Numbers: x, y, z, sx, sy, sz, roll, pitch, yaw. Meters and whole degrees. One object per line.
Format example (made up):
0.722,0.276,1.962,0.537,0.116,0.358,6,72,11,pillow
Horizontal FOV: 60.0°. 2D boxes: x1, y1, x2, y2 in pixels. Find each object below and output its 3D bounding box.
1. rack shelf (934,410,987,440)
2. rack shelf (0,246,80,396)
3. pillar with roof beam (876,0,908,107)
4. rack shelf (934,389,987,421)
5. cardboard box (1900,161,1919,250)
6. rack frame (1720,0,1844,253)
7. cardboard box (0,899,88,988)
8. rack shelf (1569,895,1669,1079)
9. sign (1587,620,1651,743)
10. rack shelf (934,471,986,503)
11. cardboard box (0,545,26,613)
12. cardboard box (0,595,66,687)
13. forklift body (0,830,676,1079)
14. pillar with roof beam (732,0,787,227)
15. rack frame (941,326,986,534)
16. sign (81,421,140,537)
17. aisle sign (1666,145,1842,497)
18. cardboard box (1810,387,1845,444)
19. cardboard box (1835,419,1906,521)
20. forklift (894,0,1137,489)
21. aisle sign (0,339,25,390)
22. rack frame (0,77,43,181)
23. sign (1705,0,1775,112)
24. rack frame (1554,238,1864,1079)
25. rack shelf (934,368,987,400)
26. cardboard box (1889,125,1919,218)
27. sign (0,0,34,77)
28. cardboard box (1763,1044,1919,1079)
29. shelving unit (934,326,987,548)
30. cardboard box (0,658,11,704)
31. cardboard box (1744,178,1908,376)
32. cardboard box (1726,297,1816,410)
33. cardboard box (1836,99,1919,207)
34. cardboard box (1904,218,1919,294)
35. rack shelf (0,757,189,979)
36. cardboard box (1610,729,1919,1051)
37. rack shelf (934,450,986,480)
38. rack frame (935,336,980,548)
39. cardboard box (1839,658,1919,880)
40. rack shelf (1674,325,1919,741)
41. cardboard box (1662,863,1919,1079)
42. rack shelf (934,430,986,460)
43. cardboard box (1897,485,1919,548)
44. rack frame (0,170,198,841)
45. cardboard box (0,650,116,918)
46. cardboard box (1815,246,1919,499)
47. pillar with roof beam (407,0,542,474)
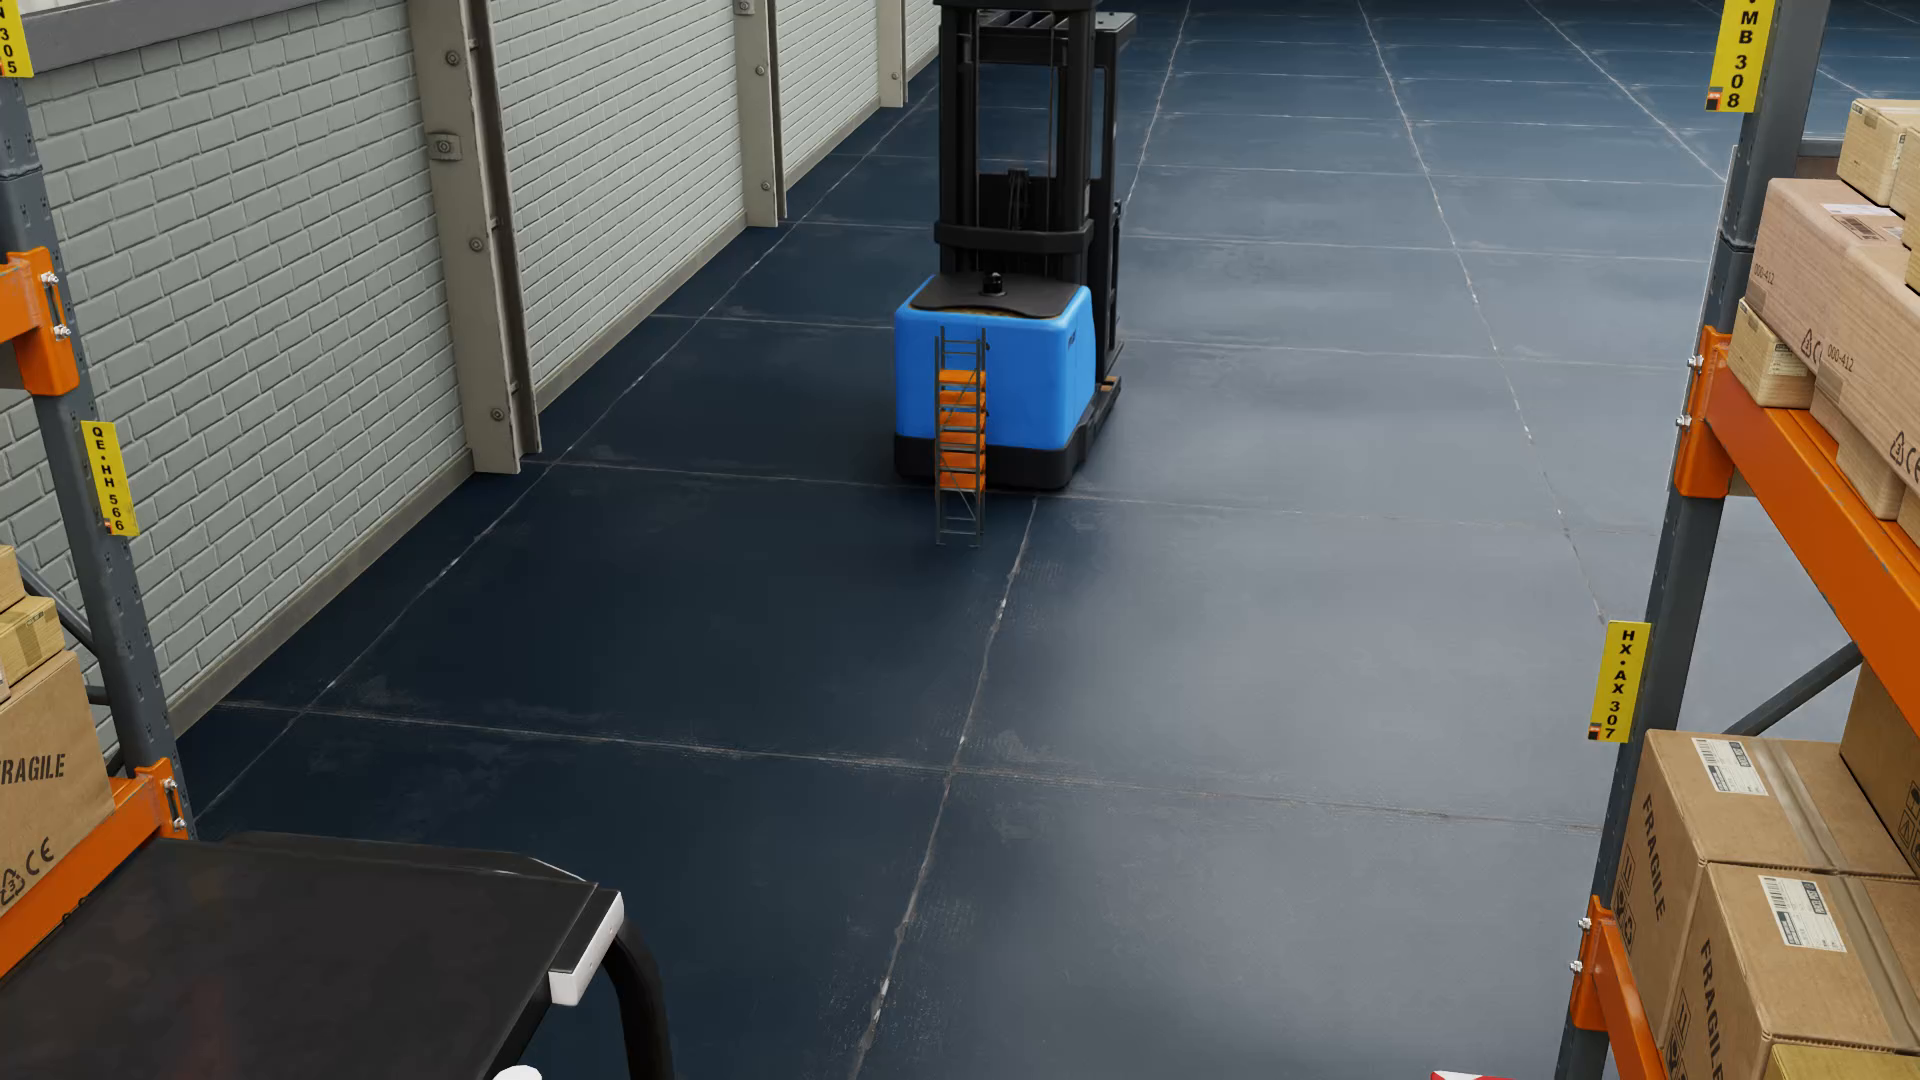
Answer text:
0.002,-0.618,8.977,0.258,0.103,0.180,4,25,9,rack shelf
-3.116,0.231,2.528,1.077,0.370,4.000,4,25,9,rack shelf
3.397,-9.291,18.484,9.100,9.000,0.400,4,25,9,pillar with roof beam
0.002,-0.727,8.926,0.258,0.103,0.180,4,25,9,rack shelf
1.722,-0.495,2.586,0.380,0.149,0.250,4,25,8,cardboard box
2.109,-1.947,2.795,1.000,3.000,0.127,4,25,9,rack frame
-2.556,1.244,4.623,0.500,0.250,0.500,5,26,10,cardboard box
1.782,1.932,2.432,1.077,0.370,4.000,4,25,9,rack shelf
1.573,0.340,3.964,0.100,0.325,0.005,4,25,9,sign
0.002,-0.292,9.129,0.258,0.103,0.180,4,25,9,rack shelf
-2.639,0.118,4.225,0.380,0.149,0.250,4,25,9,cardboard box
-2.569,0.253,4.288,0.380,0.149,0.250,4,25,9,cardboard box
-1.299,1.731,3.014,2.313,2.155,1.214,4,25,9,forklift body
2.416,-6.781,13.123,9.100,9.000,0.400,4,25,9,pillar with roof beam
0.017,-0.588,9.090,0.240,1.200,0.006,4,25,9,rack frame
-2.256,-0.161,4.410,0.100,0.325,0.005,4,25,9,sign
1.813,-0.455,3.617,0.394,0.787,0.004,4,25,9,aisle sign
1.780,-0.243,2.988,0.380,0.149,0.250,3,25,7,cardboard box
1.703,-0.134,2.756,0.380,0.149,0.250,5,25,10,cardboard box
0.472,-2.227,10.549,1.130,2.935,3.031,6,26,13,forklift
-2.488,-0.757,4.262,0.394,0.787,0.004,4,25,9,aisle sign
-2.789,-2.290,3.527,1.000,3.000,0.127,4,25,9,rack frame
1.573,-1.022,3.326,0.100,0.325,0.005,4,25,9,sign
2.109,0.770,4.067,1.000,3.000,0.127,4,25,9,rack frame
0.002,-0.835,8.875,0.258,0.103,0.180,4,25,9,rack shelf
1.824,-0.595,2.800,0.380,0.149,0.250,4,25,8,cardboard box
-2.256,-1.253,3.899,0.100,0.325,0.005,4,25,9,sign
1.594,1.199,2.682,0.500,0.500,0.500,4,25,7,cardboard box
0.002,-0.549,9.009,0.258,1.200,0.189,4,25,9,shelving unit
-2.582,0.362,4.056,0.380,0.149,0.250,4,25,9,cardboard box
1.764,-0.464,2.990,0.500,0.250,0.500,4,25,8,cardboard box
1.734,-0.359,3.236,0.380,0.149,0.250,4,25,9,cardboard box
1.849,-0.702,3.028,0.380,0.149,0.250,4,25,8,cardboard box
1.608,-0.395,2.373,0.380,0.149,0.250,4,25,8,cardboard box
-3.116,1.590,3.164,1.077,0.370,4.000,4,25,9,rack shelf
1.758,0.769,3.601,0.500,0.500,0.500,4,25,8,cardboard box
0.002,-0.401,9.078,0.258,0.103,0.180,4,25,9,rack shelf
-0.013,-0.511,8.927,0.240,1.200,0.006,4,25,9,rack frame
2.241,0.366,3.282,0.700,0.500,0.500,3,25,7,cardboard box
1.782,0.574,1.797,1.077,0.370,4.000,4,25,9,rack shelf
1.676,0.986,3.137,0.500,0.500,0.500,5,26,10,cardboard box
0.002,-0.509,9.027,0.258,0.103,0.180,4,25,9,rack shelf
1.686,-0.029,2.532,0.380,0.149,0.250,4,25,8,cardboard box
-2.789,0.428,4.798,1.000,3.000,0.127,4,25,9,rack frame
-2.610,0.606,4.299,0.500,0.500,0.500,3,25,7,cardboard box
1.672,-0.254,2.541,0.500,0.250,0.500,4,25,8,cardboard box
1.436,-4.272,7.762,9.100,9.000,0.400,4,25,9,pillar with roof beam
